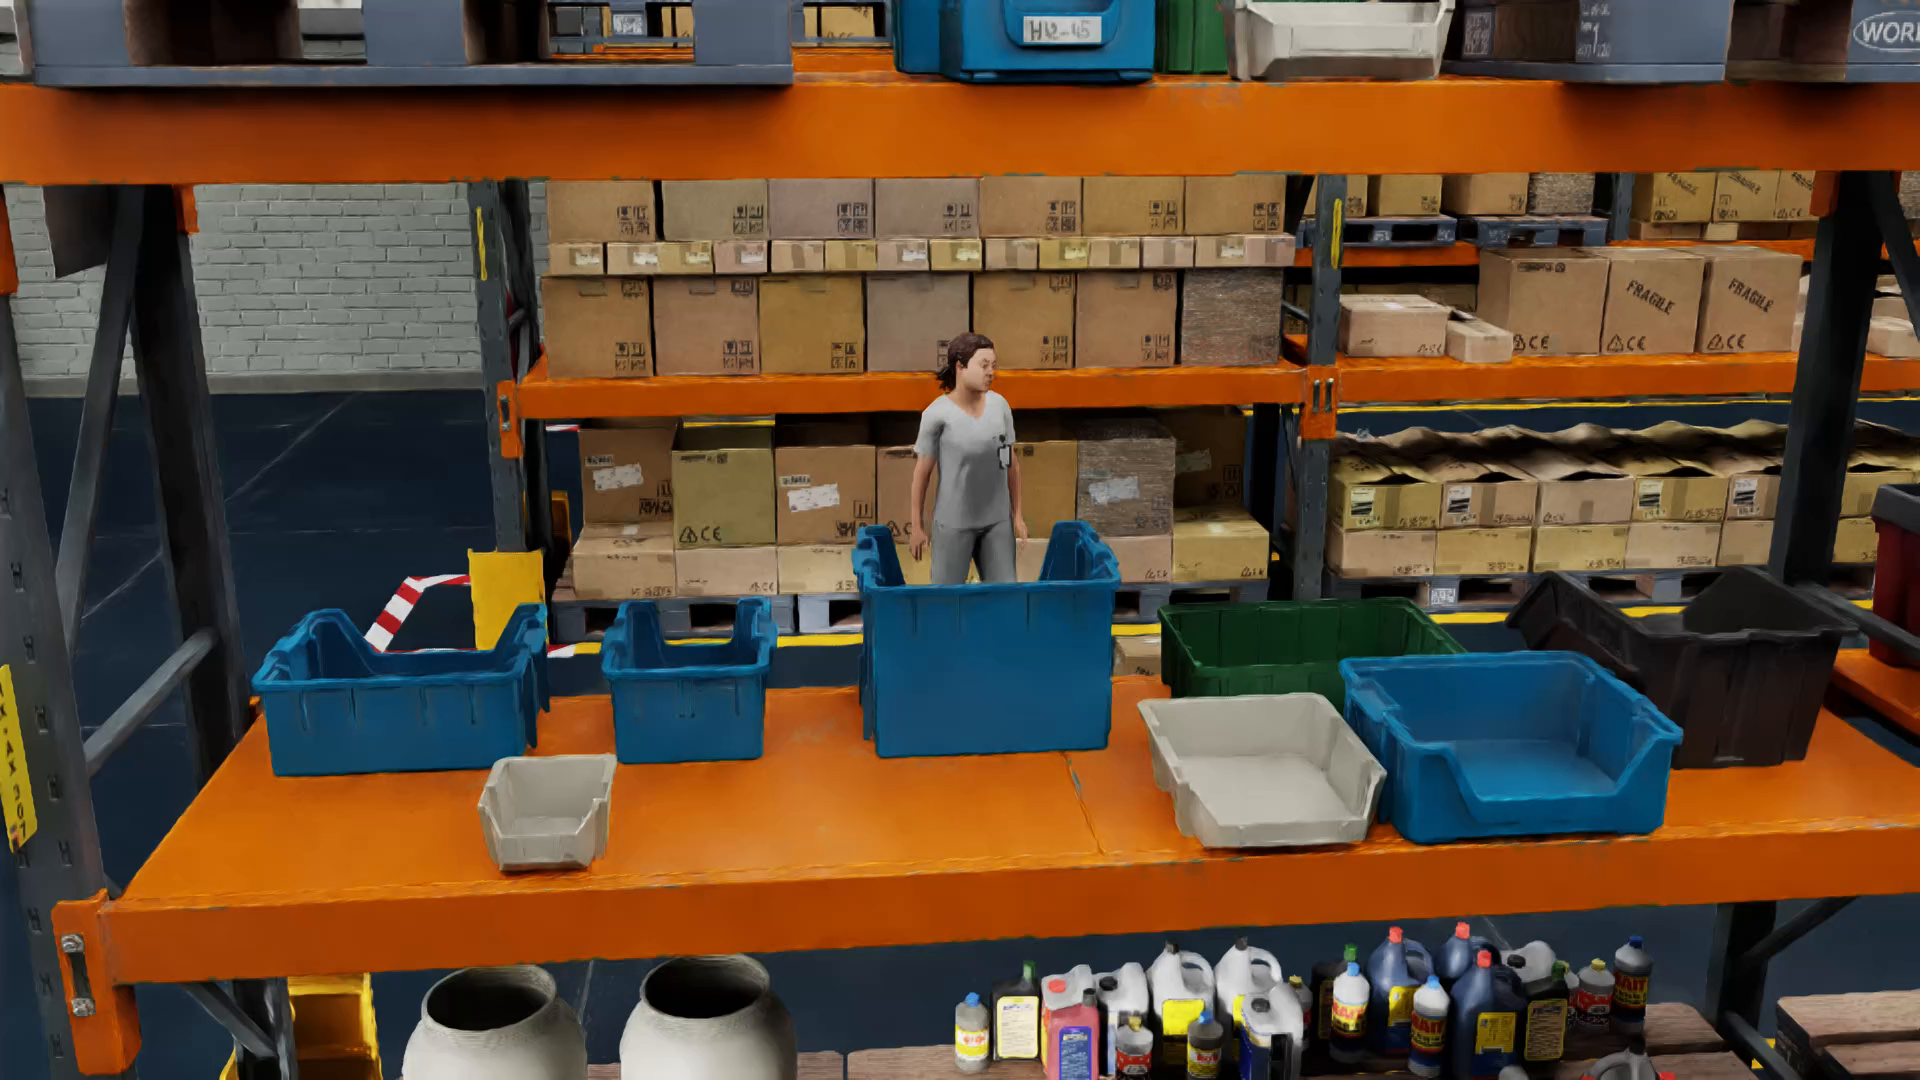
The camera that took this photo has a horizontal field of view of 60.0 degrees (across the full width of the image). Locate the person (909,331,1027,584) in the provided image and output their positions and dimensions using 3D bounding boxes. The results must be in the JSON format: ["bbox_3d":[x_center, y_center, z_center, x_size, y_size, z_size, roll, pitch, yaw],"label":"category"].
[{"bbox_3d":[0.057,-0.045,7.127,0.508,1.674,0.498,-8,19,-25],"label":"person"}]
